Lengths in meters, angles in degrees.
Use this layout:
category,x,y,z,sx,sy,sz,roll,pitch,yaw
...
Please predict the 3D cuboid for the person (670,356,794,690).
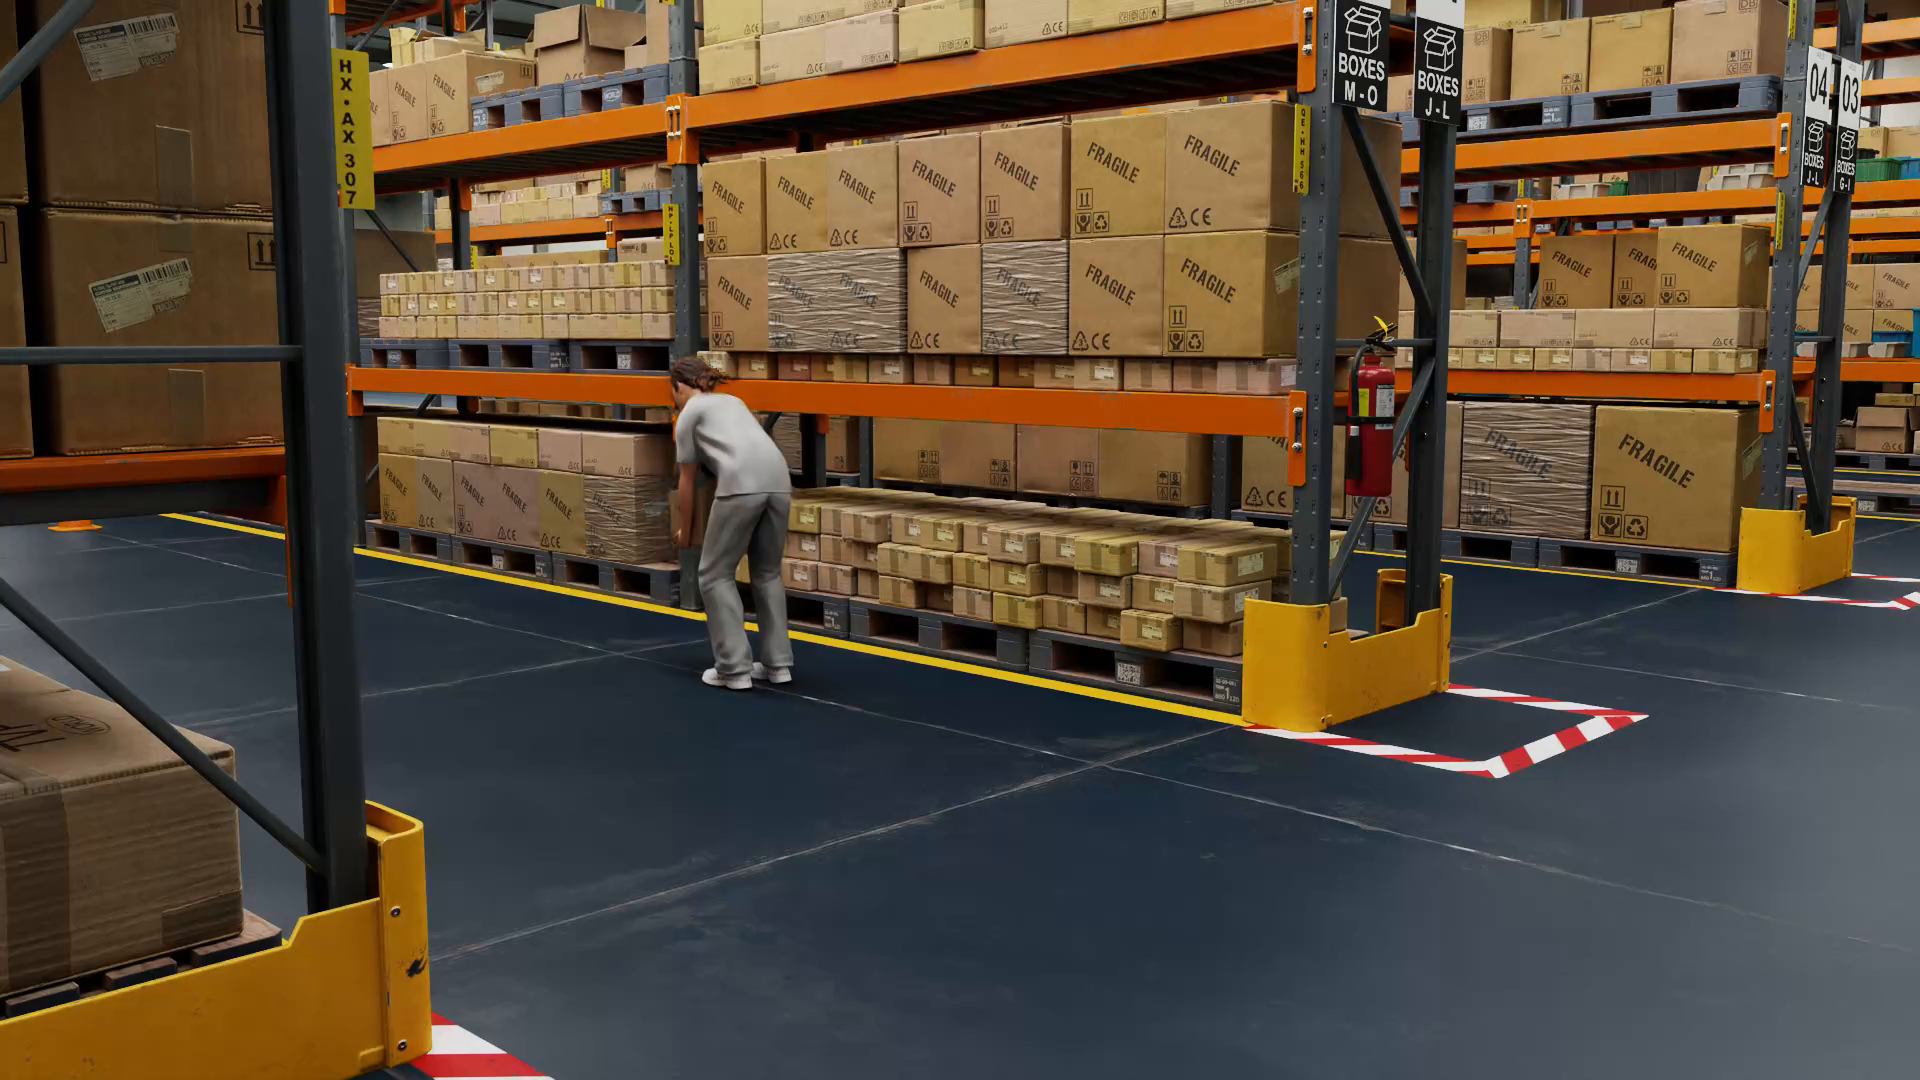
category,x,y,z,sx,sy,sz,roll,pitch,yaw
person,-1.055,-0.093,7.451,0.408,1.449,0.726,-6,9,-41
